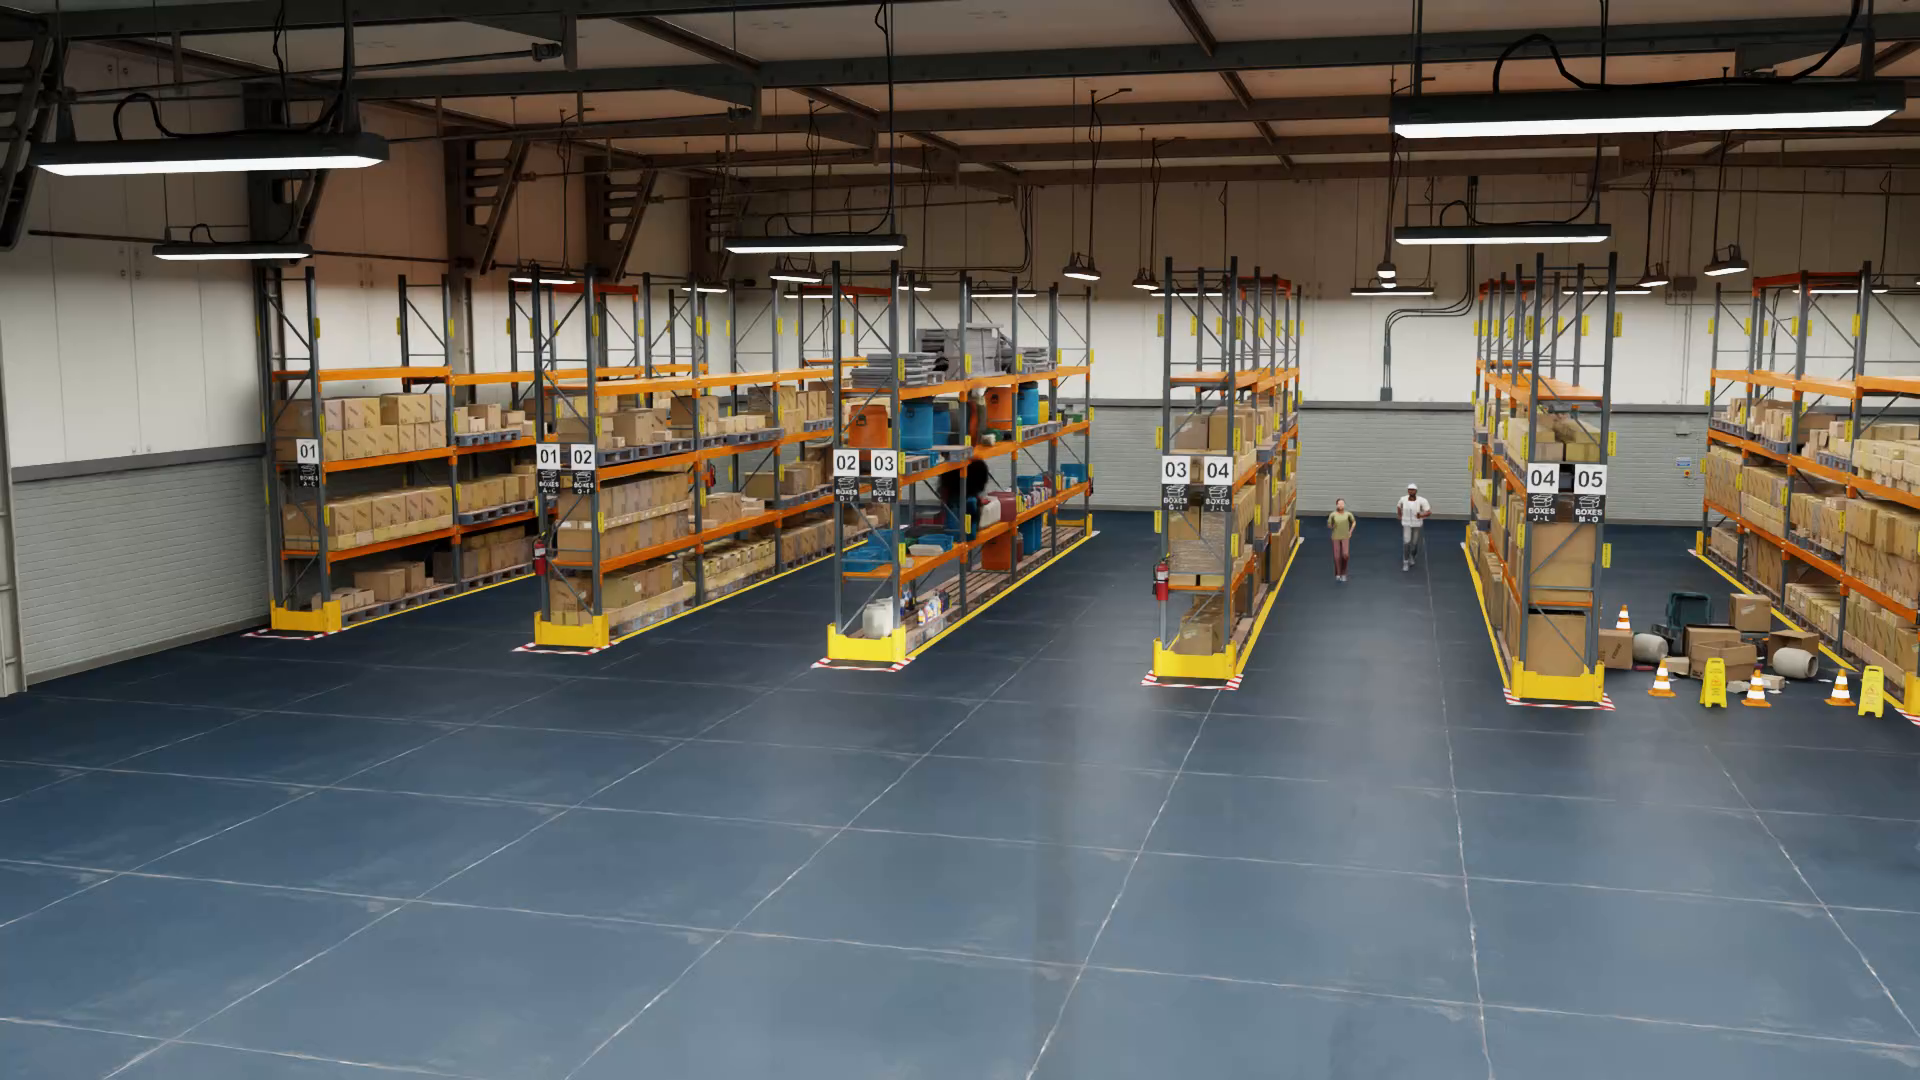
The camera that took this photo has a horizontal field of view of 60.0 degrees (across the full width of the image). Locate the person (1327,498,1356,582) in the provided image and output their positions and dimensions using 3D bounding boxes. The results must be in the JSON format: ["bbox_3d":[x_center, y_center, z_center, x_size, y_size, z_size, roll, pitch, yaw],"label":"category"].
[{"bbox_3d":[7.545,0.006,32.948,0.562,1.667,0.607,2,7,13],"label":"person"}]

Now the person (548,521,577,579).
[{"bbox_3d":[-7.222,0.275,30.401,0.657,1.731,0.879,0,7,3],"label":"person"}]

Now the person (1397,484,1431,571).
[{"bbox_3d":[9.470,-0.275,34.739,0.684,1.826,0.779,2,8,18],"label":"person"}]
